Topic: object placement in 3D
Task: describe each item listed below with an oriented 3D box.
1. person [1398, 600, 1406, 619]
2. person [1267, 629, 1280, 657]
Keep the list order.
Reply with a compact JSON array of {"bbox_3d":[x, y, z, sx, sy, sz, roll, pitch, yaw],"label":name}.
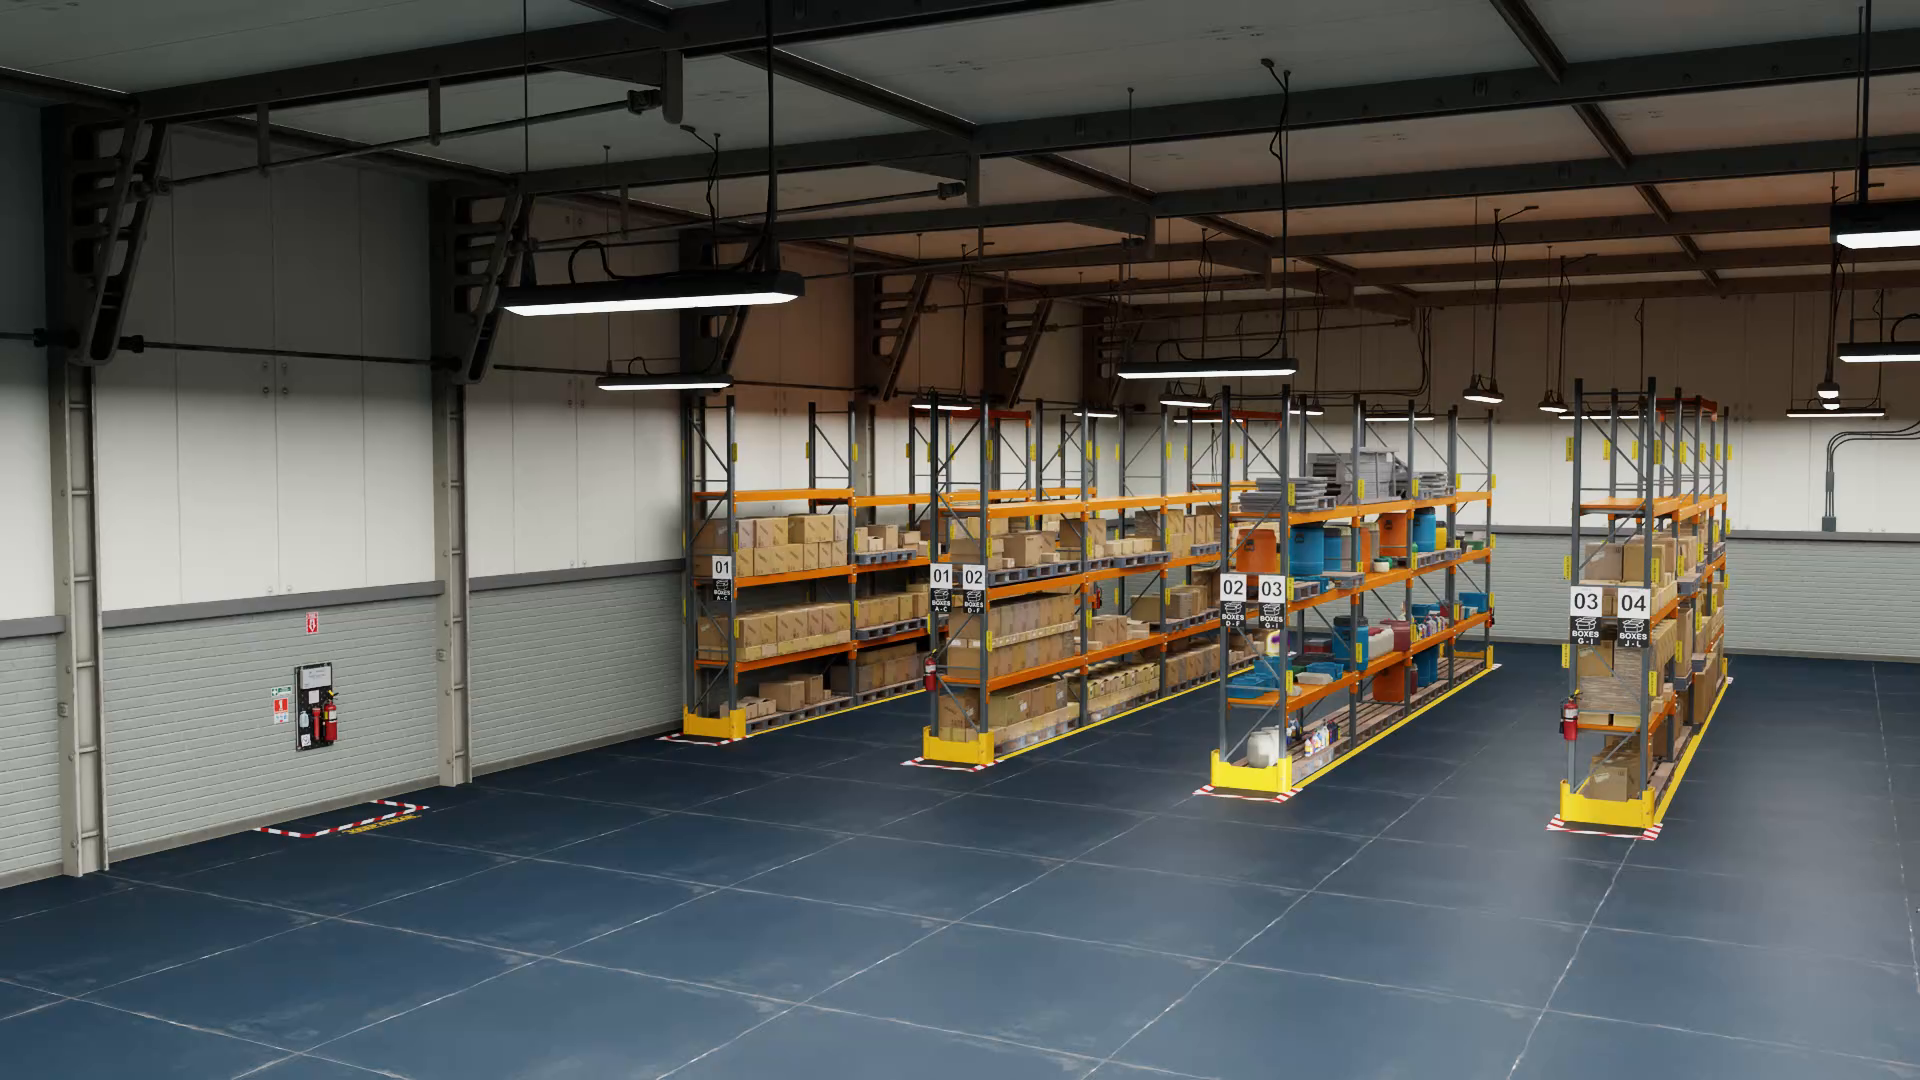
[{"bbox_3d":[9.979,2.194,37.559,0.422,1.673,0.505,2,3,30],"label":"person"},{"bbox_3d":[6.217,2.382,33.172,0.599,1.762,0.574,0,3,-3],"label":"person"}]
